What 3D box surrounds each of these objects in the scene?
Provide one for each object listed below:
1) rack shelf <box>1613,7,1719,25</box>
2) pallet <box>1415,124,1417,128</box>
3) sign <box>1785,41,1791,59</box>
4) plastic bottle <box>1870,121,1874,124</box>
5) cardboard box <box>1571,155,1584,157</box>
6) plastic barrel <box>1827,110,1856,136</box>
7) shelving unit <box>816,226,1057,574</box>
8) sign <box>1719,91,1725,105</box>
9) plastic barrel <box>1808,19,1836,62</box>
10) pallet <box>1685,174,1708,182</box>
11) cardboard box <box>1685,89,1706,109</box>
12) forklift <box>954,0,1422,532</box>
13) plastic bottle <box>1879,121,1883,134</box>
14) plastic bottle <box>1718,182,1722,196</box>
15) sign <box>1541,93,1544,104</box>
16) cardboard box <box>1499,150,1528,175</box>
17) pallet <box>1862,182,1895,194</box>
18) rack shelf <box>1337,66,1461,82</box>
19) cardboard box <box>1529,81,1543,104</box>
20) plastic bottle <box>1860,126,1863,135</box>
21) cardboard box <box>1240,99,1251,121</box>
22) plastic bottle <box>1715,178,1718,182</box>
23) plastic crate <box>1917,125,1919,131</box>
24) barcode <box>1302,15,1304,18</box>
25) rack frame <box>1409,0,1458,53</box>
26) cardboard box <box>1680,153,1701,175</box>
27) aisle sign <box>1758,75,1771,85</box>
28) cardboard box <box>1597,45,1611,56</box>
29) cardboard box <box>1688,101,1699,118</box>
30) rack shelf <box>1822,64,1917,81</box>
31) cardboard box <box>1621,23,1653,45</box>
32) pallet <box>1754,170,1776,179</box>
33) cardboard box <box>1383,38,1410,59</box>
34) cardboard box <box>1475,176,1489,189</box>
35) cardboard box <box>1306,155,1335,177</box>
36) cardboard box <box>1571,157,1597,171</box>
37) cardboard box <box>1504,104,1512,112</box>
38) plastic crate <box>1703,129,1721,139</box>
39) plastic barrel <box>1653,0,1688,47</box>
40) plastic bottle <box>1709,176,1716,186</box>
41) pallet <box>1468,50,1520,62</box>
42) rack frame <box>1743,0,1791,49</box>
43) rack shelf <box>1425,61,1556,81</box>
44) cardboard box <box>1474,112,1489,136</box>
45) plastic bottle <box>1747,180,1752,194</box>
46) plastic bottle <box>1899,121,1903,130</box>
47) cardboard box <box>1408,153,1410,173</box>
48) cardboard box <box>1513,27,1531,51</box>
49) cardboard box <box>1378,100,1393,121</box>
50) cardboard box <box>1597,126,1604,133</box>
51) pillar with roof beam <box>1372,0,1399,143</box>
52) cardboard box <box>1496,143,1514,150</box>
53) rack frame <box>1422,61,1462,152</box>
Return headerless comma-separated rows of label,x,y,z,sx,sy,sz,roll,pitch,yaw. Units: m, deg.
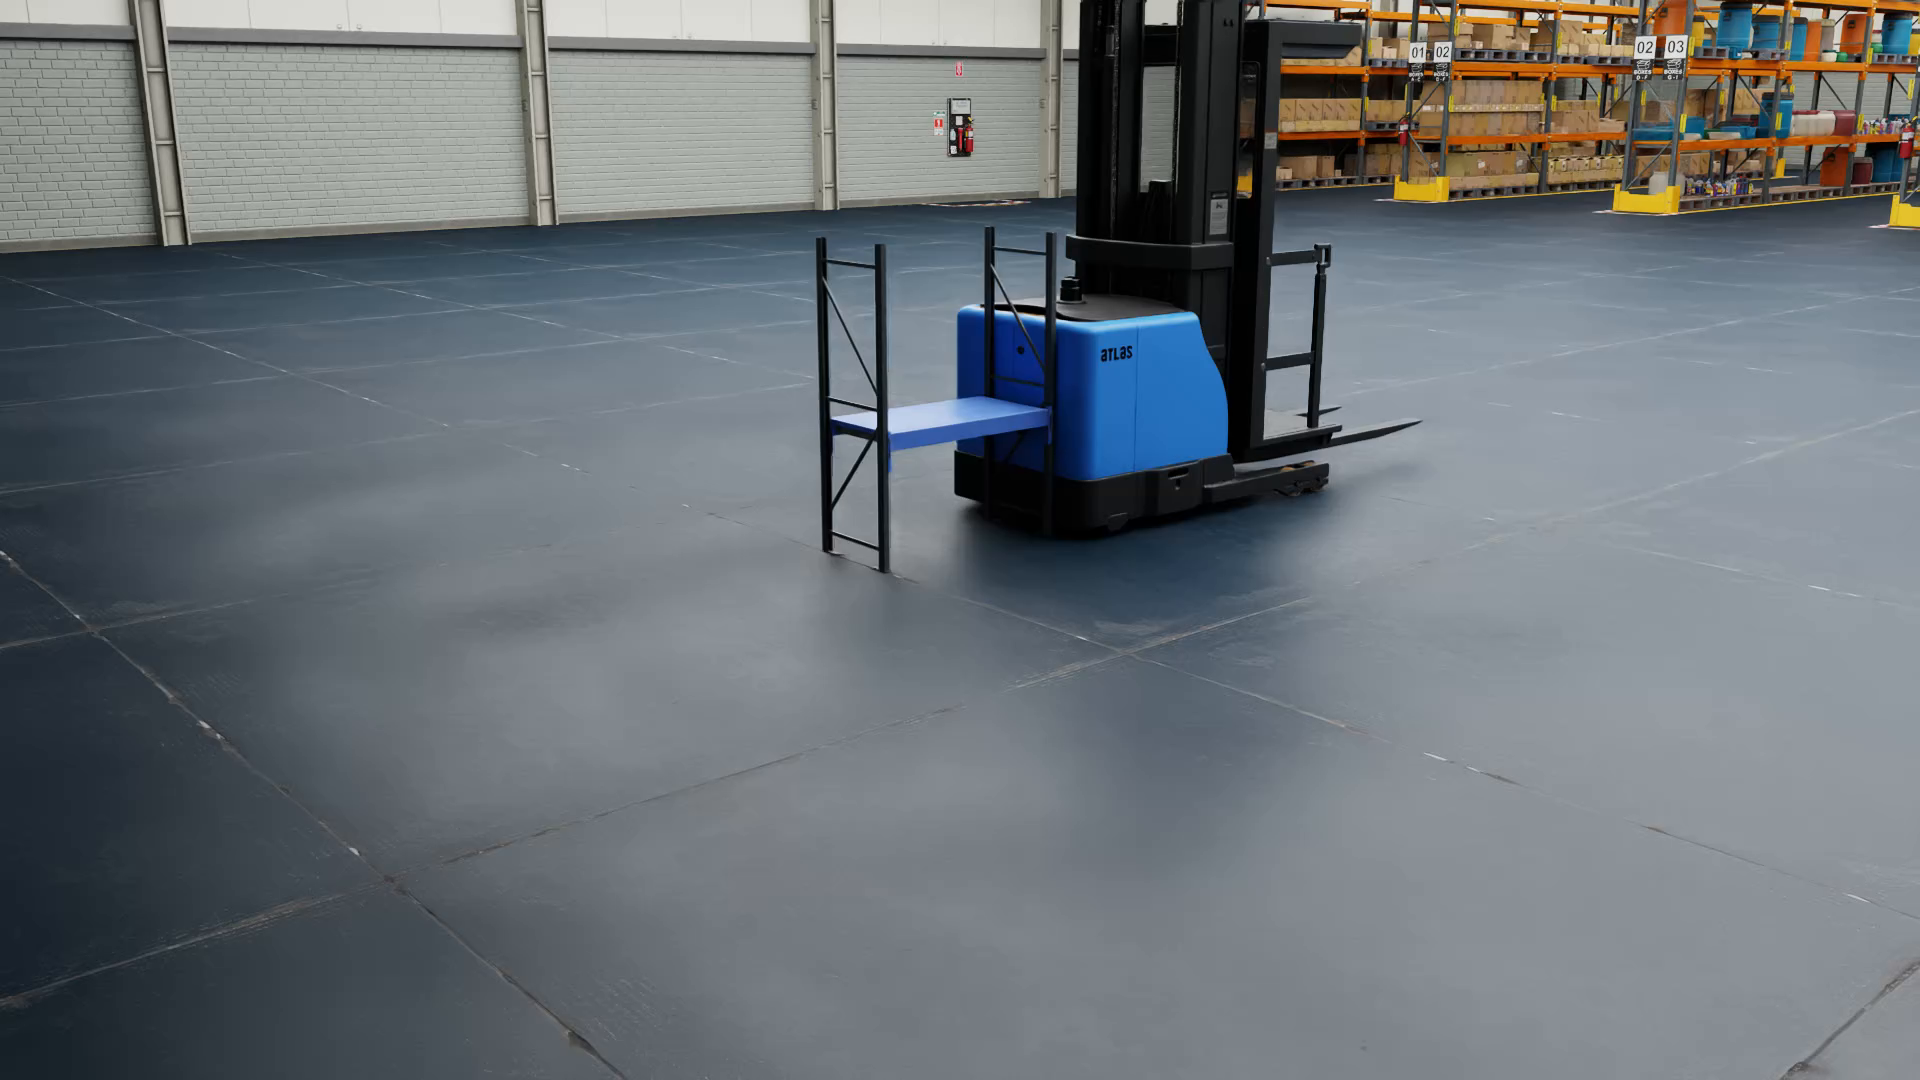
rack shelf,17.305,-12.695,40.508,4.000,0.370,1.077,-13,19,-39
pallet,12.074,-10.728,42.973,1.003,0.211,1.213,-13,19,-39
sign,16.381,-9.701,32.924,0.005,0.325,0.100,-13,19,-39
plastic bottle,20.865,-9.461,38.096,0.135,0.276,0.152,-13,19,-39
cardboard box,14.818,-9.022,39.641,0.500,0.311,0.500,-13,20,-41
plastic barrel,18.894,-8.962,35.725,0.708,0.536,0.600,-13,19,-39
shelving unit,-0.101,-0.704,7.981,1.048,1.500,0.538,-12,19,-38
sign,19.181,-11.128,41.855,0.005,0.325,0.100,-13,19,-39
plastic barrel,18.283,-10.628,35.443,0.600,0.901,0.600,0,15,0
pallet,18.225,-9.184,42.223,1.213,0.211,1.003,-13,19,-39
cardboard box,19.026,-11.344,42.774,0.500,0.500,0.500,-13,19,-39
forklift,1.429,-1.745,9.103,3.031,2.935,1.130,-12,19,-38
plastic bottle,20.486,-9.175,37.011,0.133,0.283,0.061,-13,19,-39
plastic bottle,14.917,-6.894,32.682,0.097,0.271,0.097,0,15,0
sign,15.923,-12.057,45.486,0.005,0.325,0.100,-13,19,-39
cardboard box,12.188,-8.354,36.775,0.500,0.500,0.500,-13,19,-39
pallet,20.533,-8.034,37.917,1.213,0.211,1.003,-13,19,-39
rack shelf,11.033,-11.725,41.915,4.000,0.370,1.077,-13,19,-39
cardboard box,12.448,-9.920,36.867,0.500,0.500,0.700,-13,19,-39
plastic bottle,19.689,-8.996,36.366,0.097,0.271,0.097,0,15,0
cardboard box,6.723,-10.028,38.778,0.500,0.500,0.500,-13,20,-40
plastic bottle,15.500,-7.282,34.133,0.097,0.271,0.097,0,15,0
plastic crate,22.508,-9.664,39.011,0.243,0.136,0.396,-13,19,-39
barcode,8.194,-12.500,39.740,0.075,0.075,0.001,-13,19,-39
rack frame,9.761,-11.542,34.022,0.127,3.000,1.000,-13,19,-39
cardboard box,18.251,-9.460,41.843,0.500,0.500,0.500,-13,19,-39
aisle sign,21.690,-12.679,44.865,0.004,0.787,0.394,-13,19,-39
cardboard box,14.669,-11.303,38.419,0.500,0.250,0.500,-13,20,-40
cardboard box,18.310,-10.891,42.202,0.700,0.500,0.500,8,17,28
rack shelf,20.554,-10.474,37.231,4.000,0.370,1.077,-13,19,-39
cardboard box,16.130,-12.052,39.613,0.500,0.500,0.500,-13,19,-39
pallet,21.173,-9.858,44.749,1.213,0.211,1.003,-13,19,-39
cardboard box,10.920,-12.271,41.557,0.500,0.500,0.500,-14,20,-41
cardboard box,11.064,-7.735,35.911,0.500,0.250,0.500,-13,19,-39
cardboard box,8.768,-9.106,40.519,0.500,0.500,0.500,14,21,43
cardboard box,14.413,-8.749,38.618,0.500,0.311,0.500,-12,19,-38
cardboard box,11.756,-9.380,36.103,0.250,0.149,0.380,-12,19,-38
plastic crate,14.818,-8.079,33.093,0.662,0.188,0.450,-13,19,-39
plastic barrel,13.293,-9.645,31.088,0.708,0.830,0.600,-13,19,-39
plastic bottle,15.241,-7.205,33.691,0.185,0.351,0.144,-13,19,-39
pallet,11.233,-10.372,35.628,1.213,0.211,1.003,-13,19,-39
rack frame,16.028,-11.254,32.946,0.127,3.000,1.000,-13,19,-39
rack shelf,11.270,-10.084,35.770,4.000,0.370,1.077,-13,19,-39
cardboard box,10.893,-8.941,35.717,0.500,0.500,0.700,-12,19,-39
plastic bottle,15.881,-7.111,33.469,0.133,0.283,0.061,-11,19,-37
plastic bottle,21.322,-9.374,37.773,0.135,0.276,0.152,-13,19,-39
cardboard box,11.212,-9.681,42.671,0.500,0.500,0.700,-13,20,-40
cardboard box,12.226,-11.055,36.733,0.500,0.500,0.500,-11,18,-35
cardboard box,10.357,-10.718,41.518,0.500,0.500,0.700,-10,18,-34
cardboard box,14.871,-9.650,39.052,0.250,0.149,0.380,-11,18,-35
pillar with roof beam,13.819,-12.971,39.372,0.400,9.000,9.100,-13,19,-39
cardboard box,14.486,-10.518,45.165,0.750,0.750,0.750,-12,19,-38
rack frame,12.542,-10.962,43.478,0.127,3.000,1.000,-13,19,-39
